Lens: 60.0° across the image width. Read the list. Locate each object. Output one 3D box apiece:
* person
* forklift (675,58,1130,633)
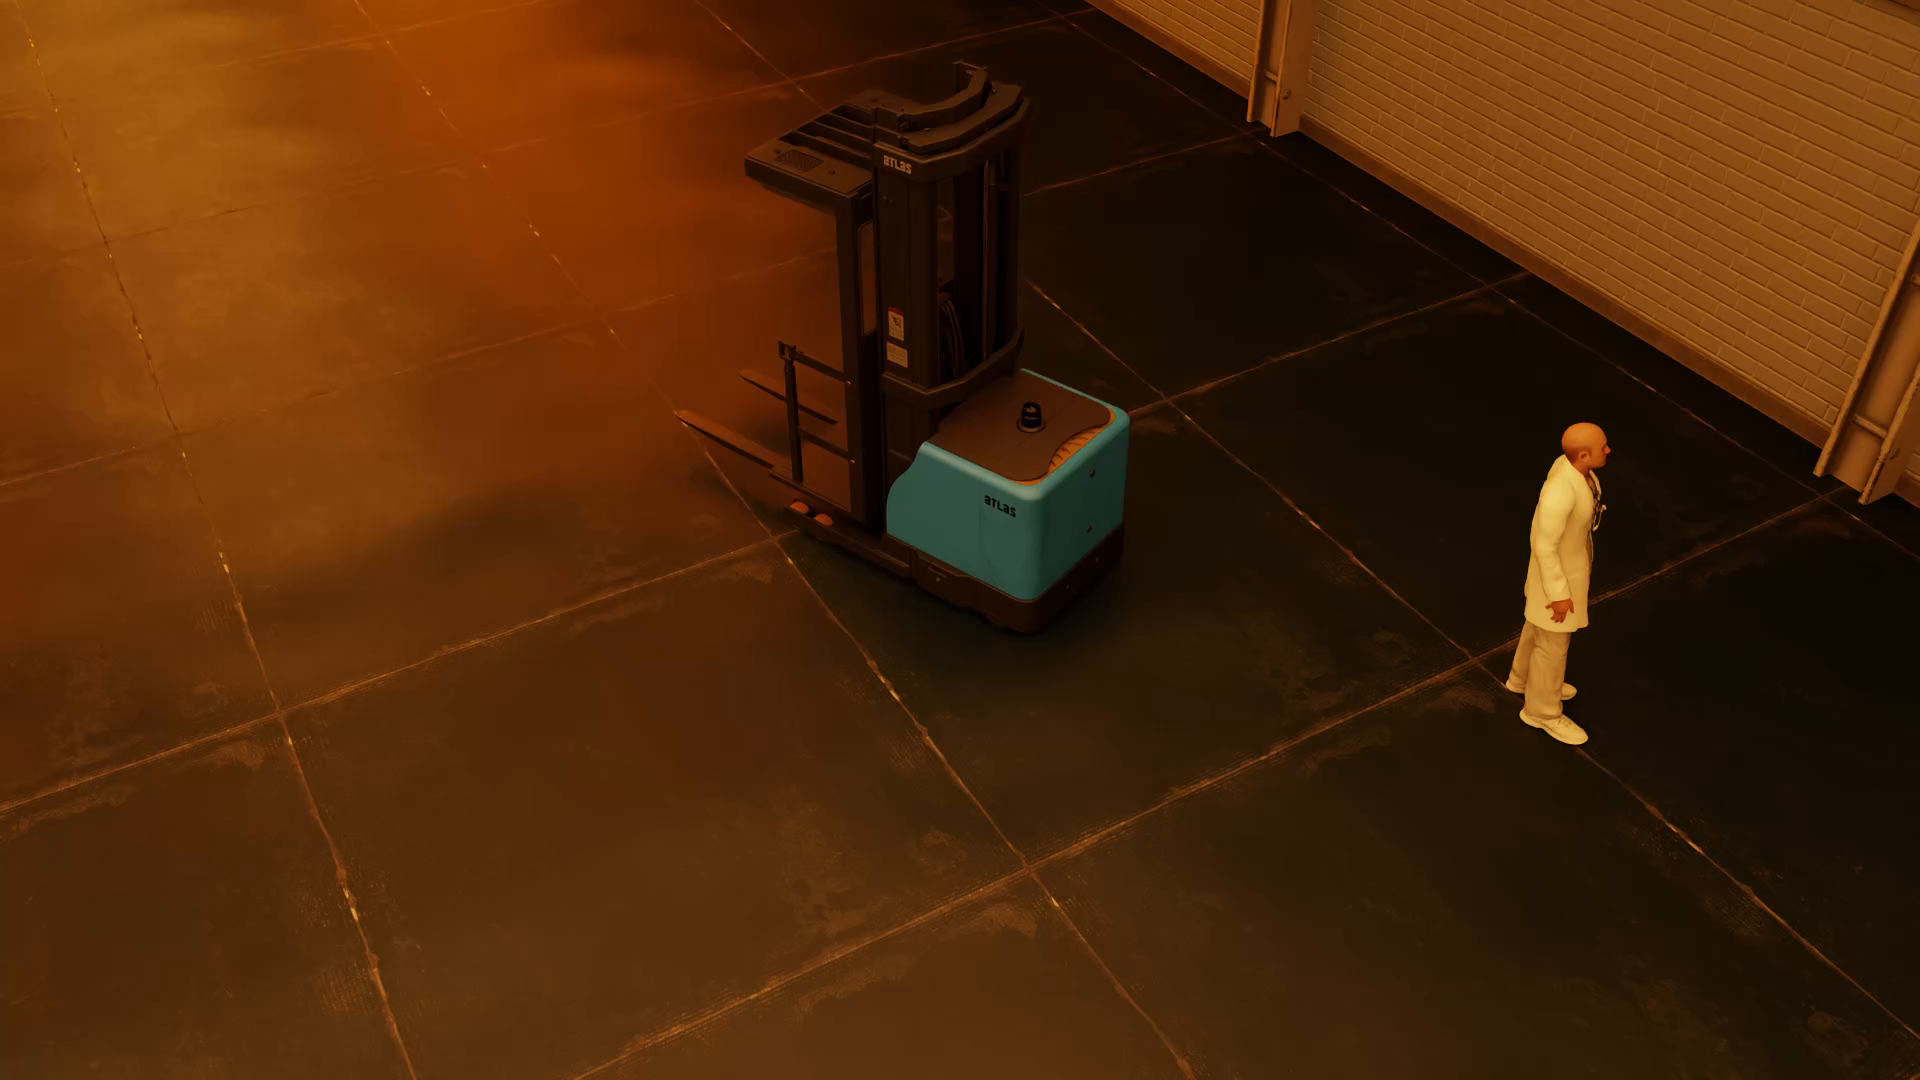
[{"bbox_3d":[3.234,0.185,8.706,0.571,1.775,0.694,16,42,19],"label":"person"},{"bbox_3d":[-0.481,-1.366,9.683,3.031,2.935,1.130,26,46,28],"label":"forklift"}]
